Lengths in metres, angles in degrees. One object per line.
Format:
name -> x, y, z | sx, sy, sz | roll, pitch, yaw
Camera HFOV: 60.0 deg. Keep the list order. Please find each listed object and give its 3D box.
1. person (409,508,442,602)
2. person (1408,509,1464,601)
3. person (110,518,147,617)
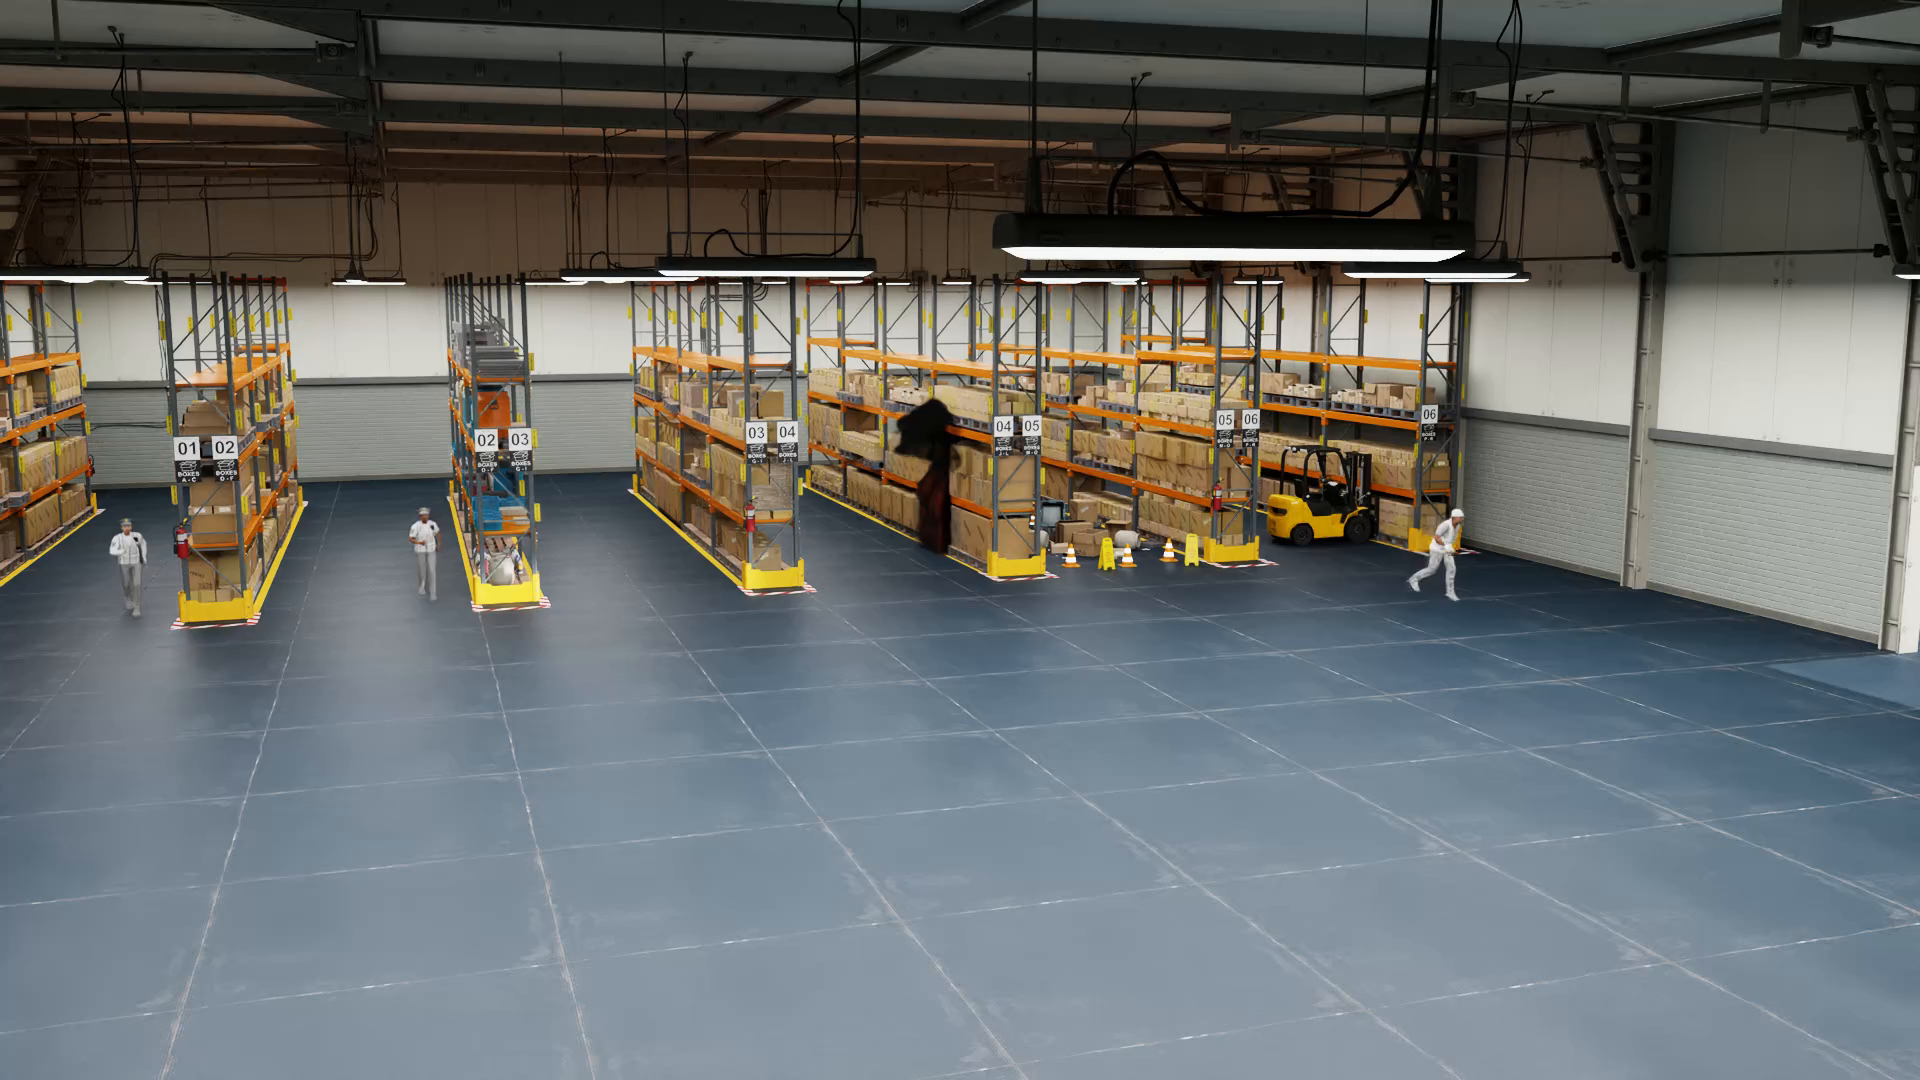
person -> -9.920, 0.241, 30.898 | 0.592, 1.737, 0.802 | -4, 9, -24
person -> 8.879, 0.243, 30.968 | 1.052, 1.727, 0.721 | 7, 11, 38
person -> -14.675, 0.451, 29.381 | 0.589, 1.720, 0.883 | -5, 10, -27
